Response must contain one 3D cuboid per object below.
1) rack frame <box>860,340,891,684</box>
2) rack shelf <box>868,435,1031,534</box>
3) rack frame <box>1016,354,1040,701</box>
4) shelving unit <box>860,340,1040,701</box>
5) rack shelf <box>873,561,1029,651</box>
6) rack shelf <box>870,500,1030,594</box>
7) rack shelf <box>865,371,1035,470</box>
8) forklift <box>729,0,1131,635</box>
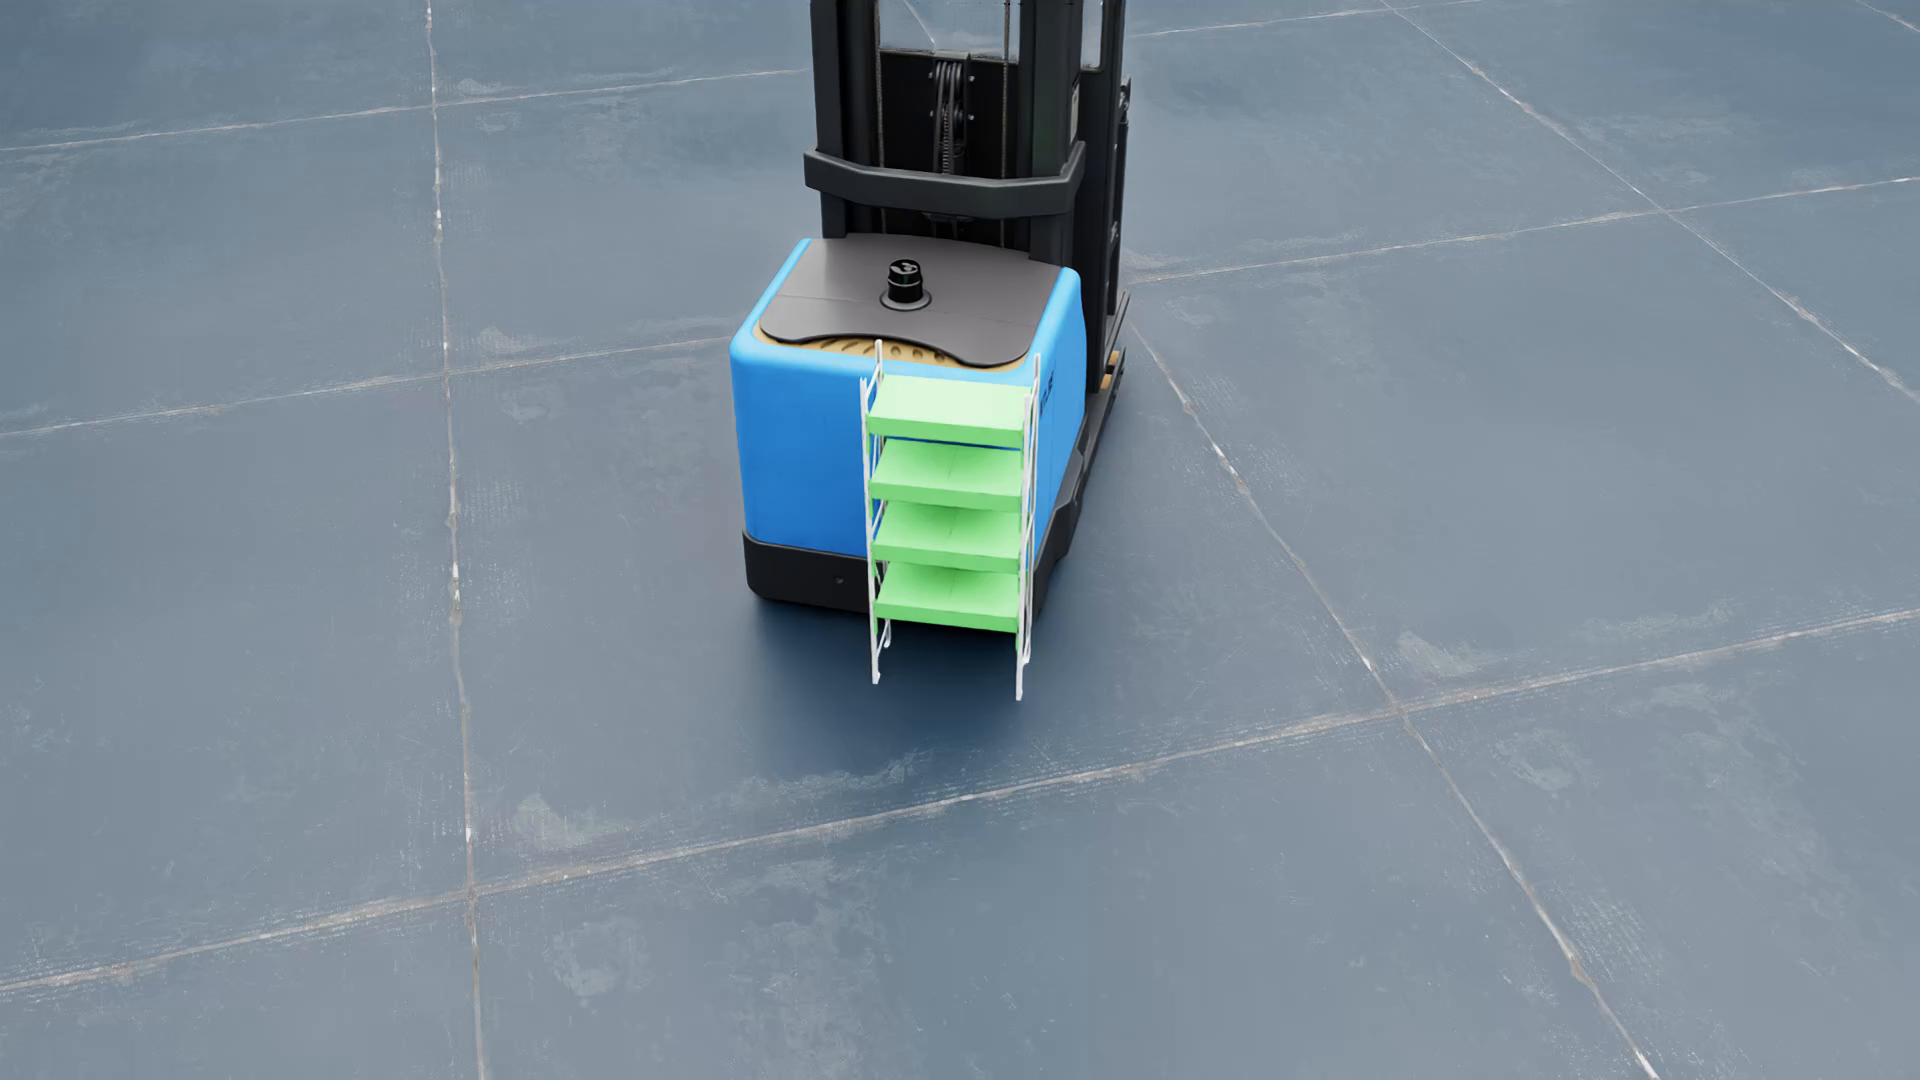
[{"bbox_3d":[-0.267,-0.061,5.343,0.015,1.200,0.240,6,38,8],"label":"rack frame"},{"bbox_3d":[-0.026,-0.176,5.203,0.480,0.148,0.258,6,38,8],"label":"rack shelf"},{"bbox_3d":[0.214,-0.012,5.278,0.015,1.200,0.240,6,38,8],"label":"rack frame"},{"bbox_3d":[-0.026,-0.037,5.310,0.503,1.200,0.258,6,38,8],"label":"shelving unit"},{"bbox_3d":[-0.026,0.205,5.495,0.480,0.148,0.258,6,38,8],"label":"rack shelf"},{"bbox_3d":[-0.026,0.014,5.349,0.480,0.148,0.258,6,38,8],"label":"rack shelf"},{"bbox_3d":[-0.026,-0.367,5.057,0.480,0.148,0.258,6,38,8],"label":"rack shelf"},{"bbox_3d":[0.084,-1.737,6.108,1.130,2.935,3.031,8,38,11],"label":"forklift"}]
